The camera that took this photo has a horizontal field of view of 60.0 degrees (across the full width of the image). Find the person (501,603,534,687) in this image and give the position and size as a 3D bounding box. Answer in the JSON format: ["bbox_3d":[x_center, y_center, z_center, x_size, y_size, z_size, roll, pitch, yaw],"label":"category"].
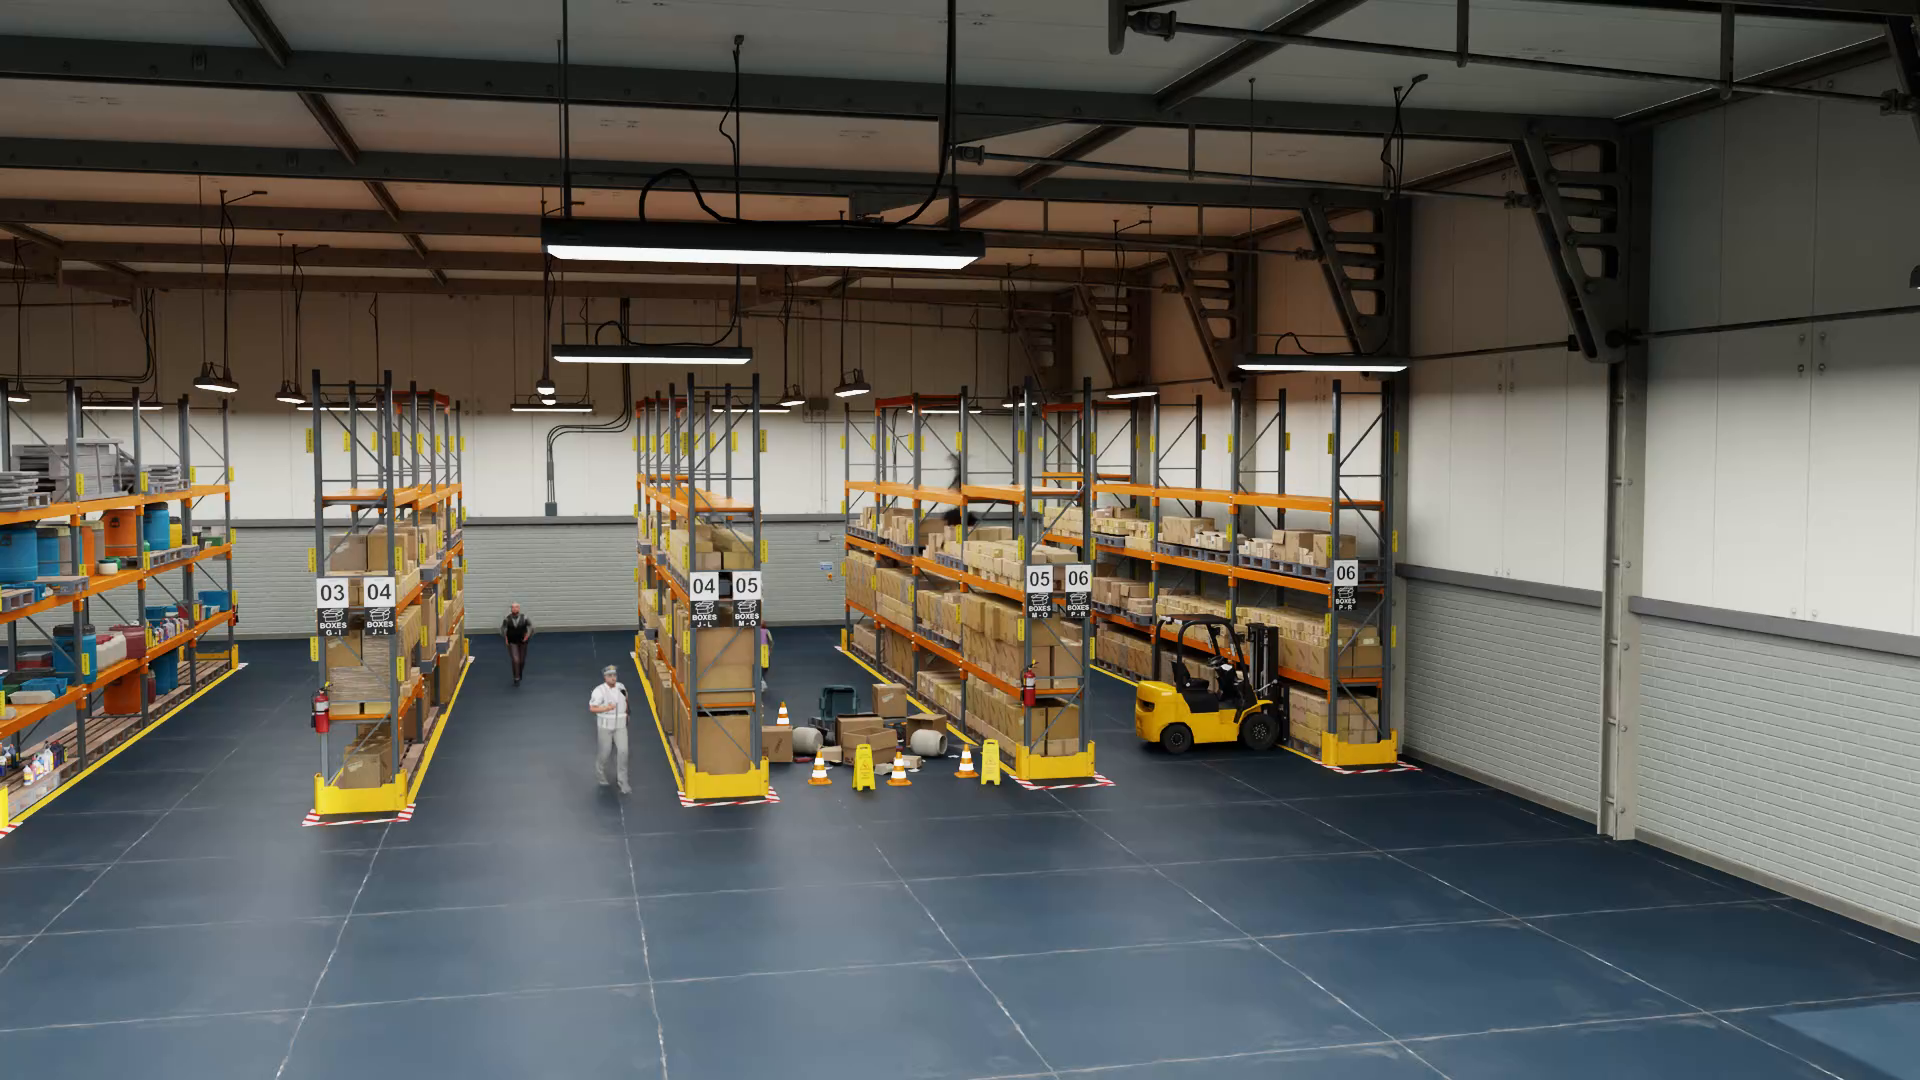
[{"bbox_3d":[-9.211,2.162,34.610,0.660,1.734,0.765,-1,3,-15],"label":"person"}]

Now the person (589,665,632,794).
[{"bbox_3d":[-5.048,2.714,24.060,0.651,1.827,0.859,-2,4,-30],"label":"person"}]

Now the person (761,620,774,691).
[{"bbox_3d":[-4.033,2.364,33.567,0.548,1.447,0.906,0,3,-6],"label":"person"}]
